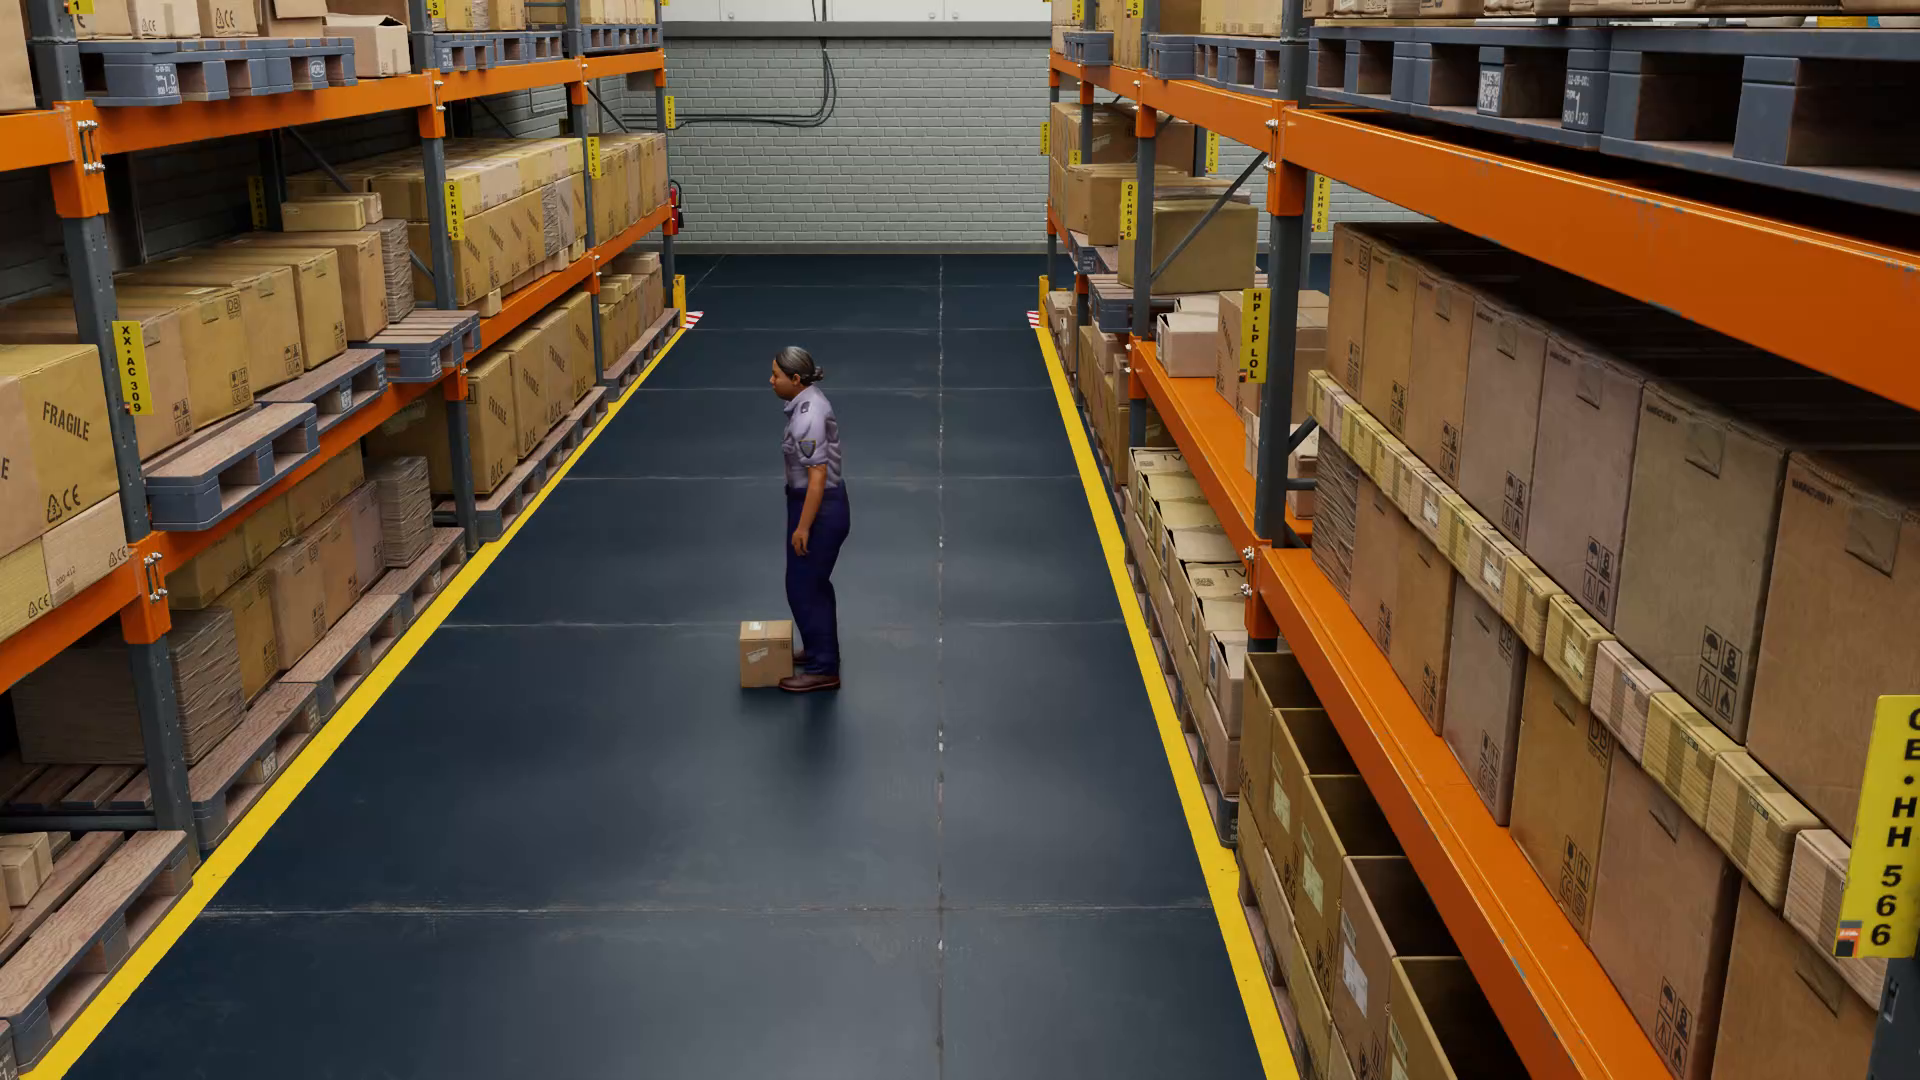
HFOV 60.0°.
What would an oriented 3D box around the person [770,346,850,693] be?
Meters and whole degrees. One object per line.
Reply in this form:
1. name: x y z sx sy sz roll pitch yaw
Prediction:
1. person: -0.714 -0.115 7.928 0.344 1.653 0.562 -1 17 -3
